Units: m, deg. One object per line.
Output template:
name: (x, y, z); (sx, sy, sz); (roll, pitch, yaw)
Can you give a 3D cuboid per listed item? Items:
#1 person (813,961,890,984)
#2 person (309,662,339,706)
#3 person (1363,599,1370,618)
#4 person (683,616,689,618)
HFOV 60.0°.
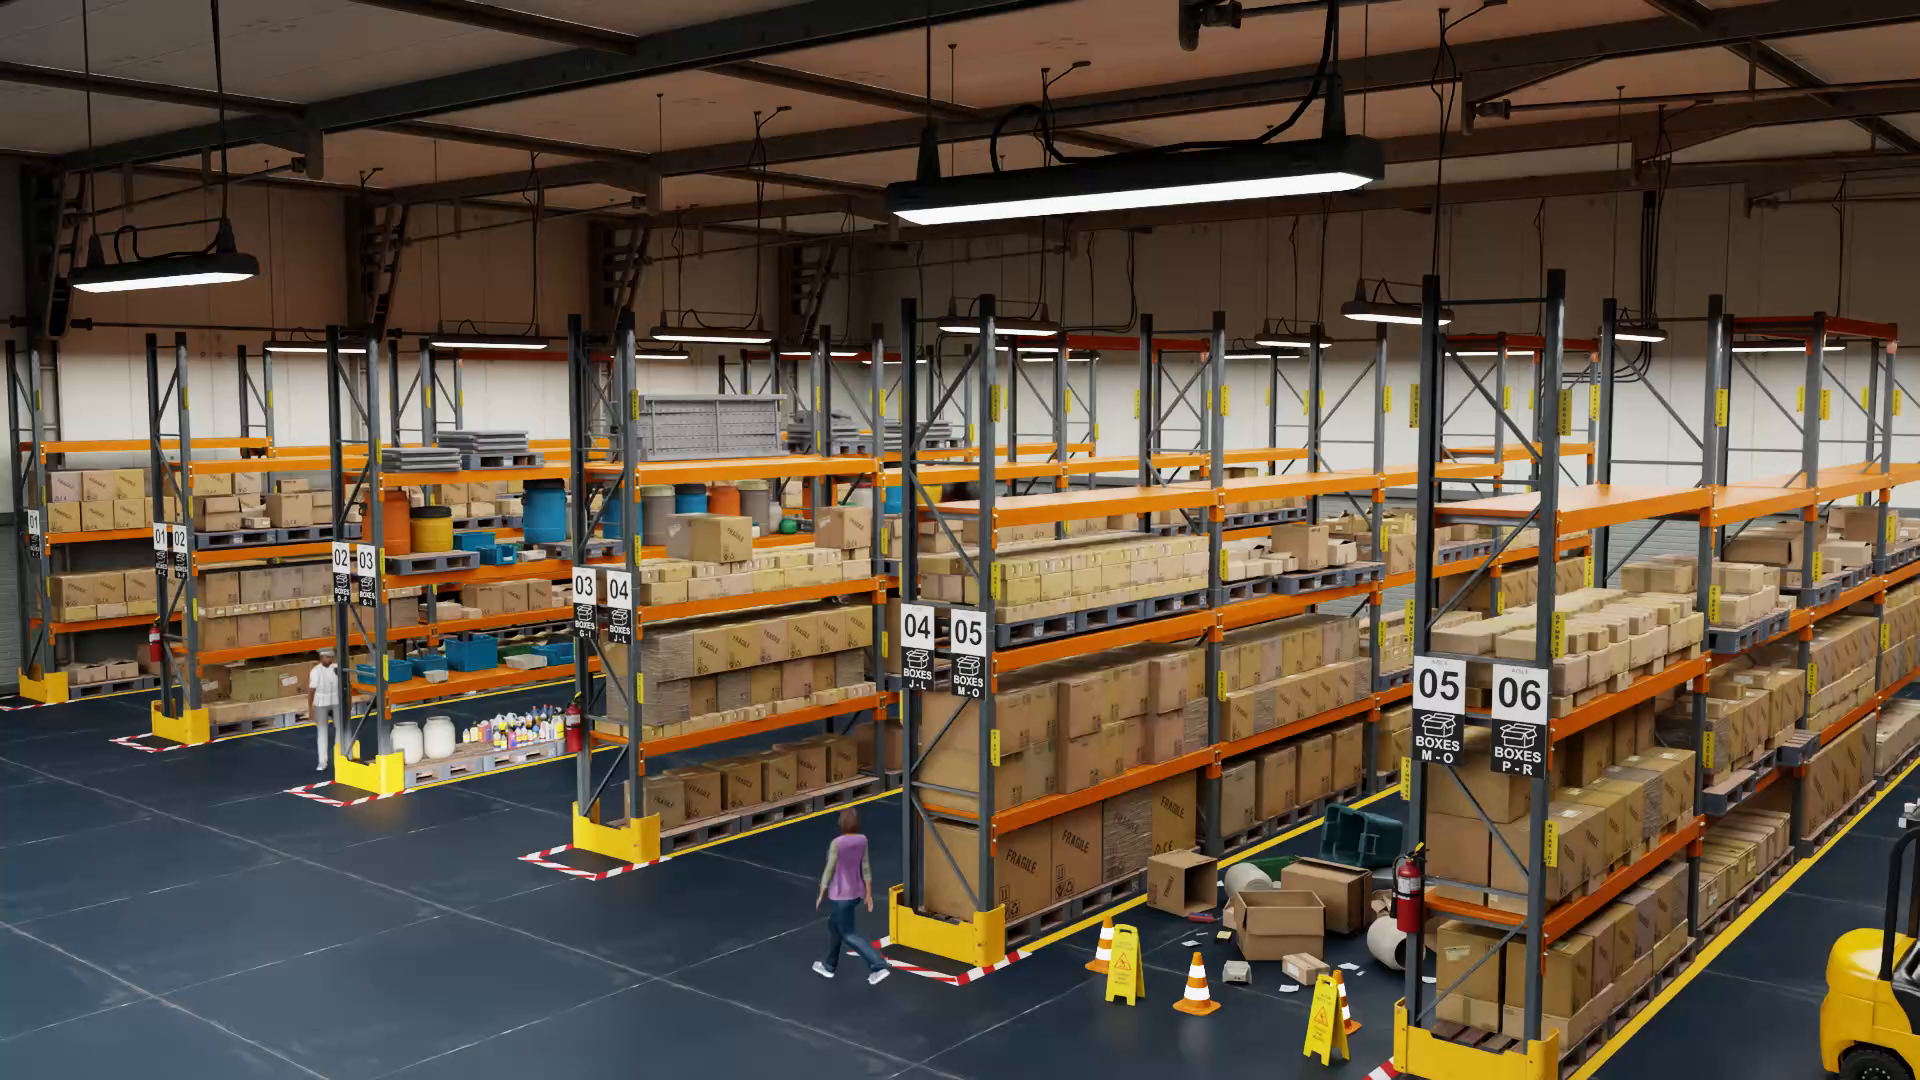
person: (-0.956, 3.727, 14.502); (0.900, 0.261, 0.332); (2, 6, 25)
person: (-8.676, 1.962, 22.782); (0.463, 0.587, 0.348); (-4, 6, -34)
person: (7.542, 1.133, 30.474); (0.314, 0.798, 0.339); (0, 5, -2)
person: (-4.588, 1.644, 29.423); (0.587, 1.784, 0.535); (0, 5, 3)
